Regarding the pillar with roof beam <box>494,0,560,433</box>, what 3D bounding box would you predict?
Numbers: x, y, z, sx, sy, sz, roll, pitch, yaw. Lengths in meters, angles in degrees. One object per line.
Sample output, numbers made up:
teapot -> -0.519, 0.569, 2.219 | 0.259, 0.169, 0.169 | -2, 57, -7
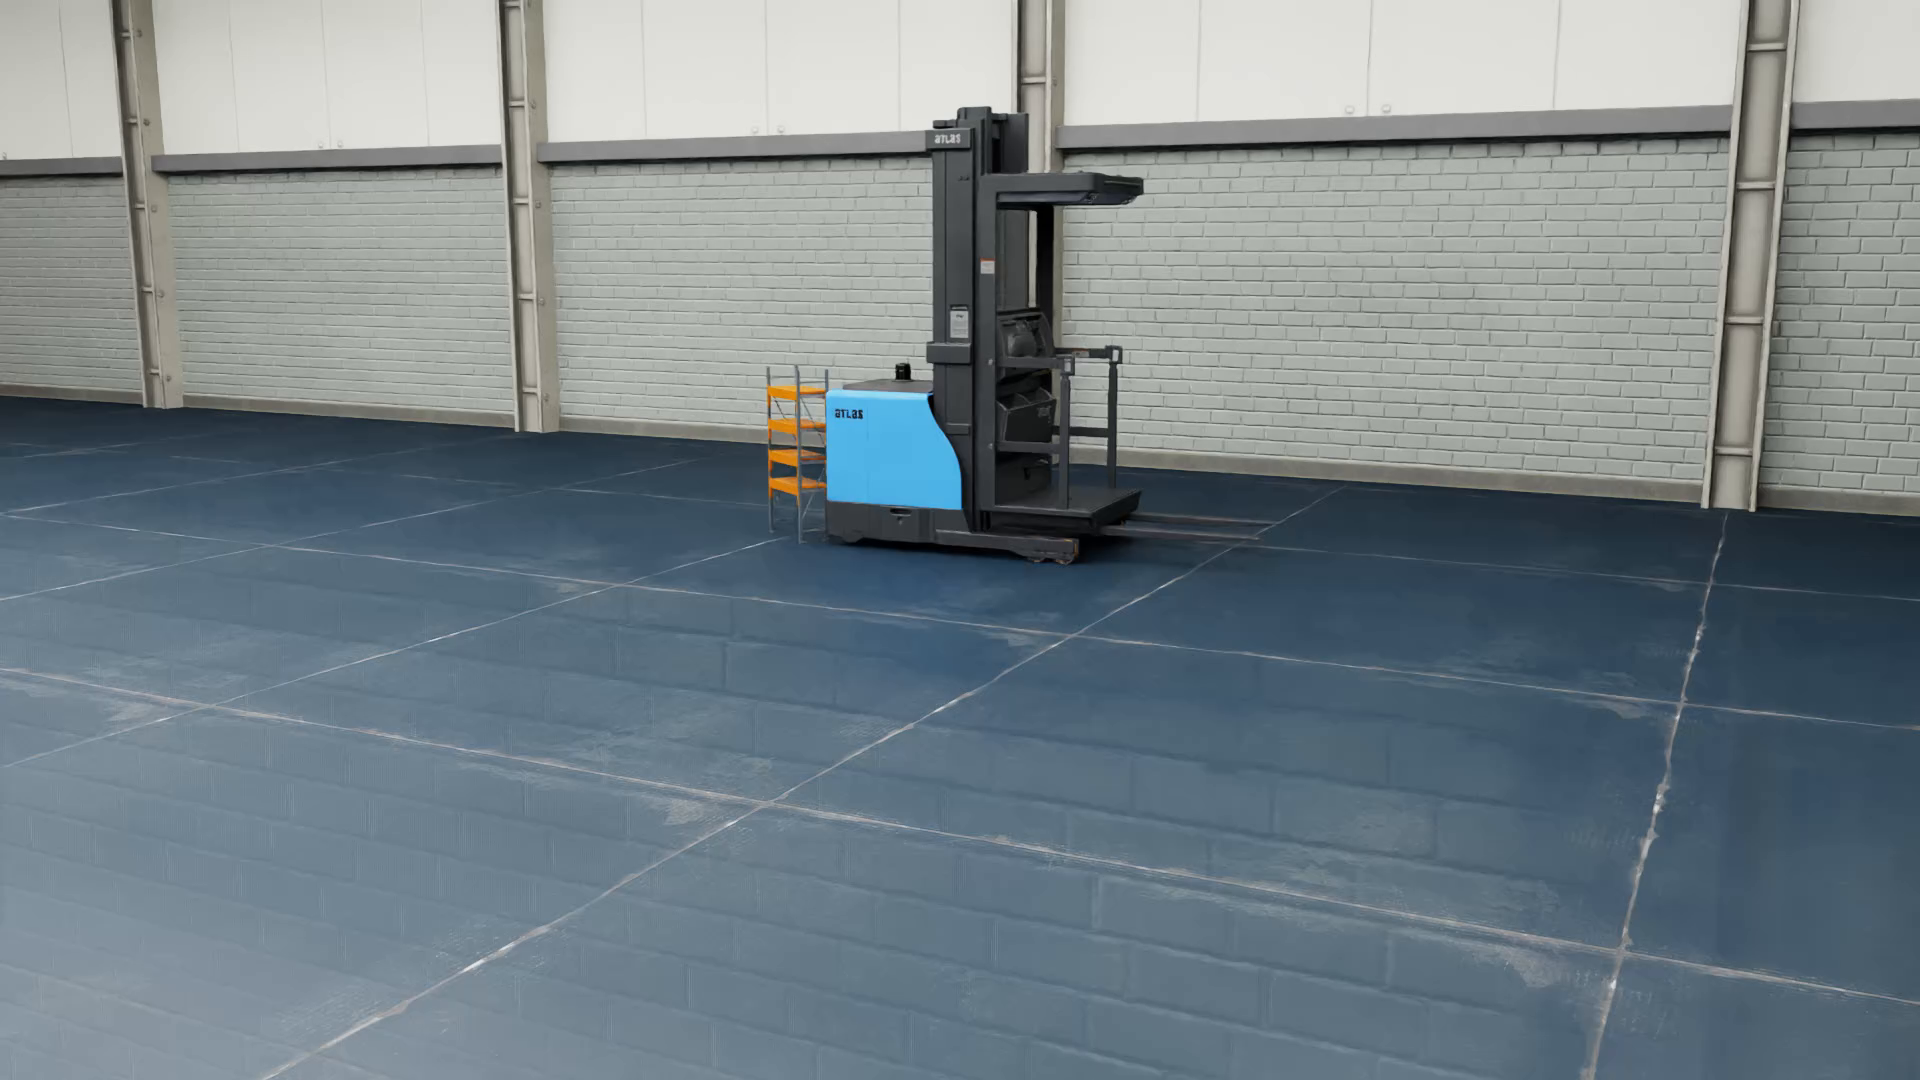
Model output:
pillar with roof beam -> -6.574, -4.948, 13.801 | 0.400, 9.000, 9.100 | 5, 11, 26

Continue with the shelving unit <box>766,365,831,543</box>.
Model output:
shelving unit -> -1.143, -0.617, 11.768 | 0.258, 1.200, 0.503 | -6, 12, -31

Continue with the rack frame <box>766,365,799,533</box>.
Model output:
rack frame -> -1.269, -0.654, 11.974 | 0.240, 1.200, 0.015 | -6, 12, -31

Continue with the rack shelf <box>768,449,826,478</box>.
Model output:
rack shelf -> -1.143, -0.550, 11.780 | 0.258, 0.148, 0.480 | -6, 12, -31

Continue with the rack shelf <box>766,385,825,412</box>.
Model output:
rack shelf -> -1.143, -1.003, 11.698 | 0.258, 0.148, 0.480 | -6, 12, -31

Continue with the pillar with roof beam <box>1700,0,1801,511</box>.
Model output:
pillar with roof beam -> 4.187, -4.002, 8.576 | 0.400, 9.000, 9.100 | 5, 11, 26

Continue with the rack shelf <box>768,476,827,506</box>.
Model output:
rack shelf -> -1.143, -0.355, 11.816 | 0.258, 0.148, 0.480 | -6, 12, -31

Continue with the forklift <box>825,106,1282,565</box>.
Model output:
forklift -> 0.628, -1.389, 11.176 | 3.031, 2.935, 1.130 | 4, 11, 23

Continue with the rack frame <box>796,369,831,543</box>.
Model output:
rack frame -> -1.017, -0.579, 11.563 | 0.240, 1.200, 0.015 | -6, 12, -31

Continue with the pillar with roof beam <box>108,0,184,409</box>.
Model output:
pillar with roof beam -> -11.955, -5.421, 16.413 | 0.400, 9.000, 9.100 | 5, 11, 26

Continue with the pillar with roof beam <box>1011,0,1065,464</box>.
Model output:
pillar with roof beam -> -1.194, -4.475, 11.188 | 0.400, 9.000, 9.100 | 5, 11, 26

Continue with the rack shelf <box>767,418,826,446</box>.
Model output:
rack shelf -> -1.143, -0.771, 11.740 | 0.258, 0.148, 0.480 | -6, 12, -31
